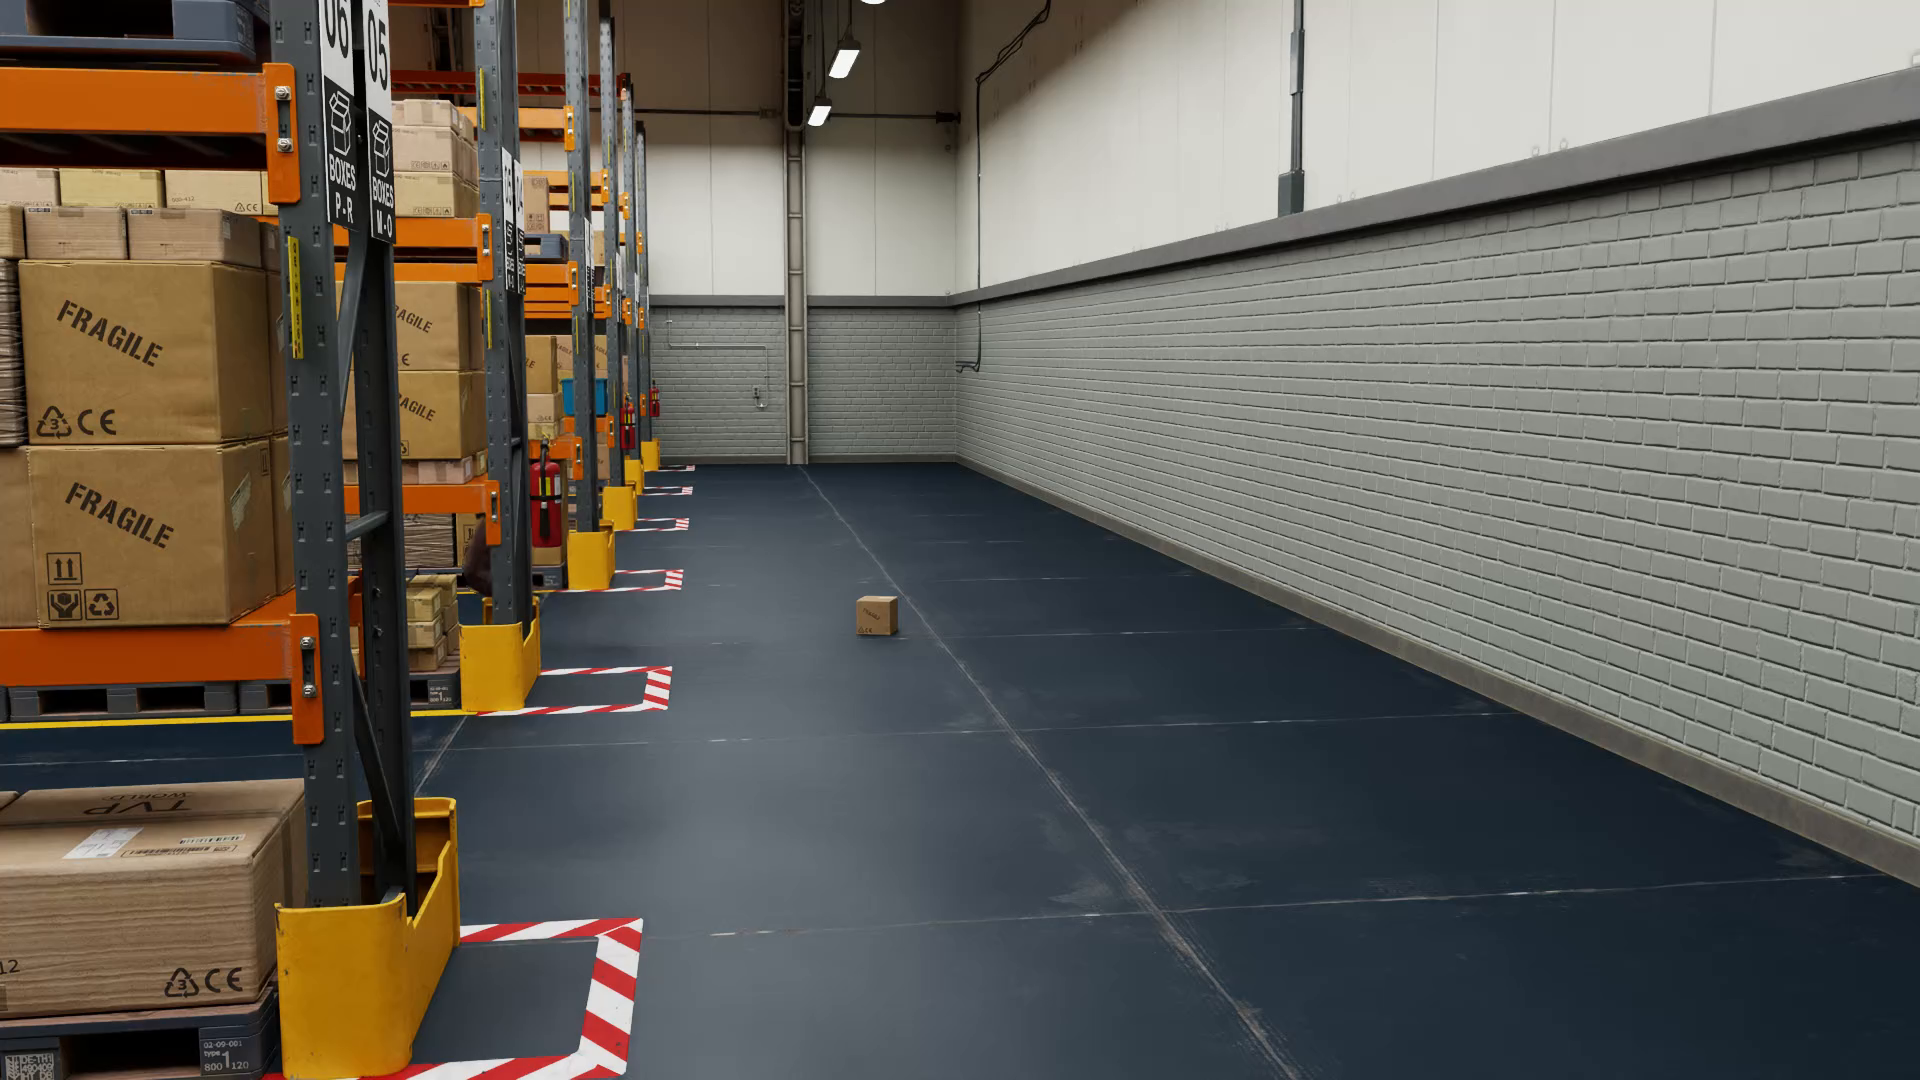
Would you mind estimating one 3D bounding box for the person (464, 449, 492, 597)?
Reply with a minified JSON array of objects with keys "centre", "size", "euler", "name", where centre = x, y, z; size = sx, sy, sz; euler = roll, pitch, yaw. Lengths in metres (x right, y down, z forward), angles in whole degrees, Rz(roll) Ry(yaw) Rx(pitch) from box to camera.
[{"centre":[-3.220,-0.133,11.645],"size":[0.469,1.720,0.576],"euler":[-1,6,-8],"name":"person"}]
